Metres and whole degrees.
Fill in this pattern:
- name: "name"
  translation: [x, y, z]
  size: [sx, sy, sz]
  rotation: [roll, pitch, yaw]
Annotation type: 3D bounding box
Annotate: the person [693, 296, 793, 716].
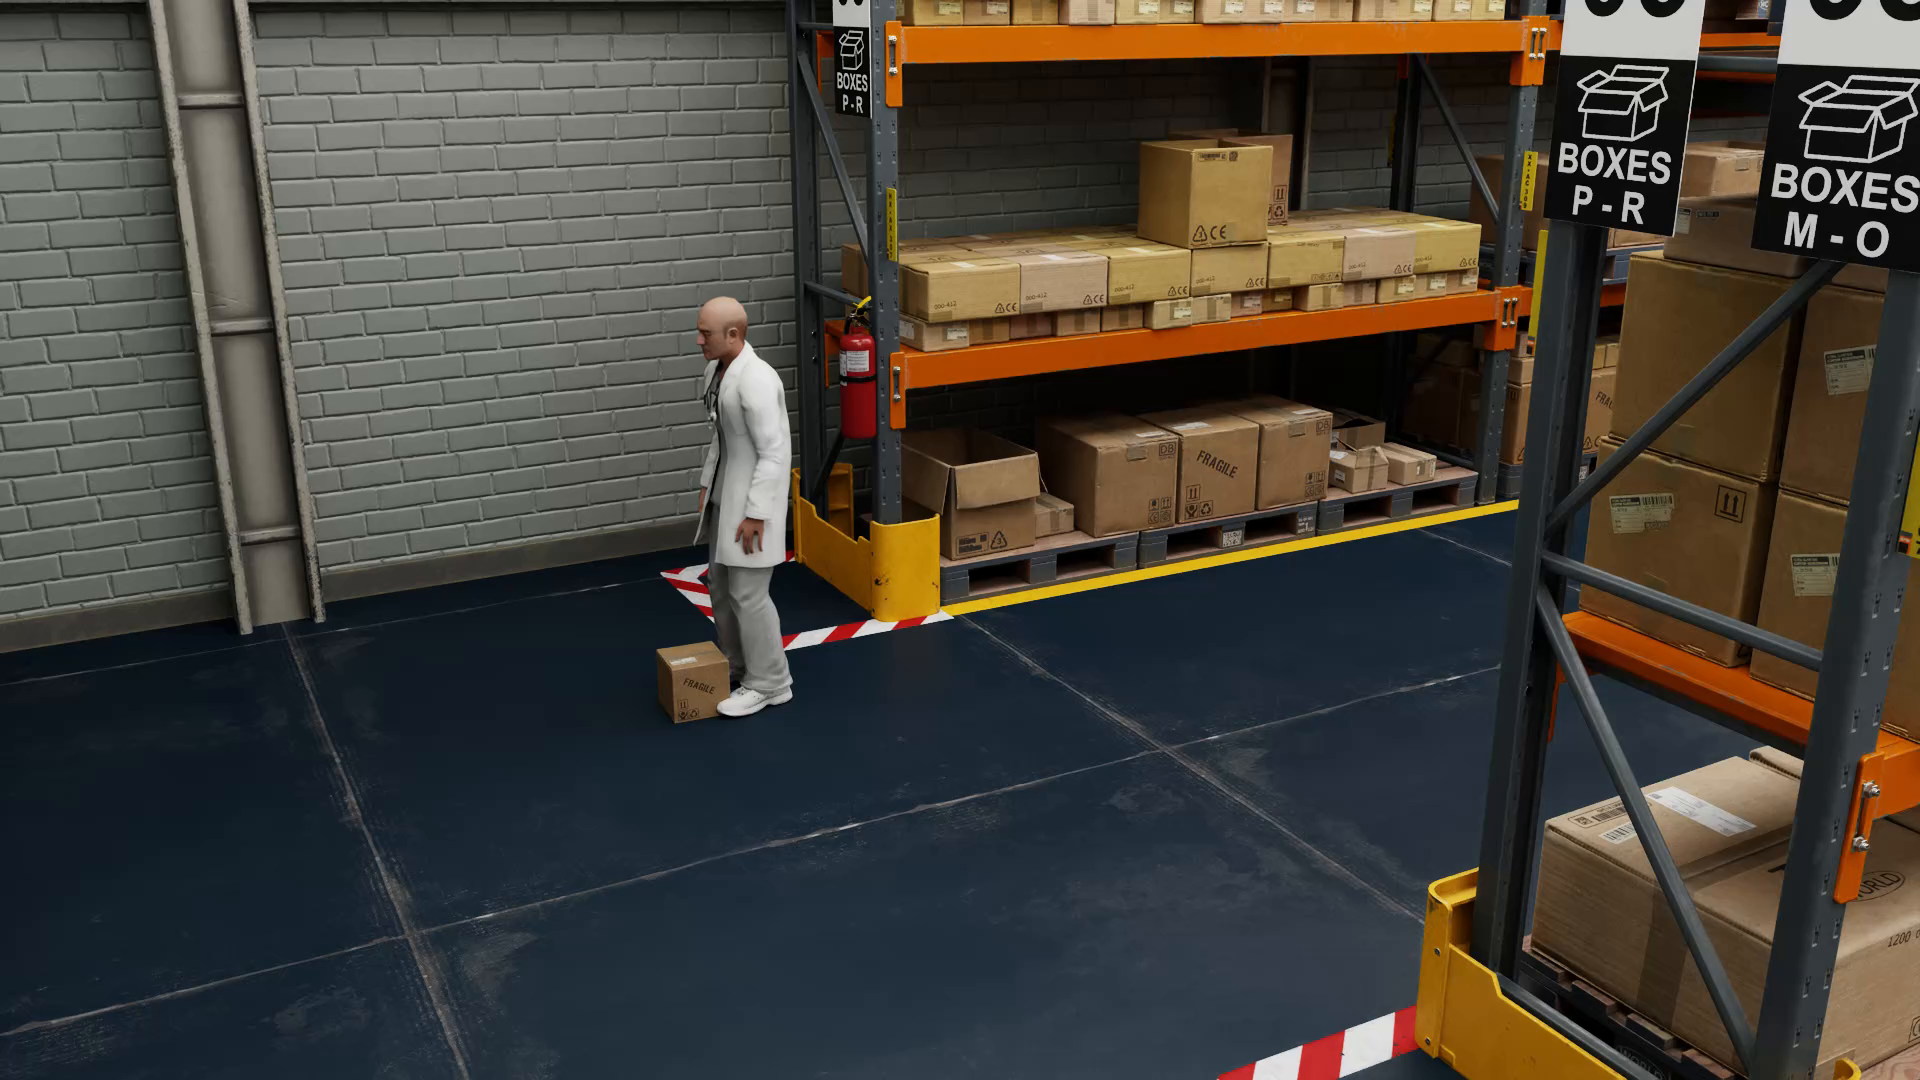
- name: "person"
  translation: [-0.933, -0.153, 7.046]
  size: [0.424, 1.774, 0.644]
  rotation: [-9, 20, -26]
